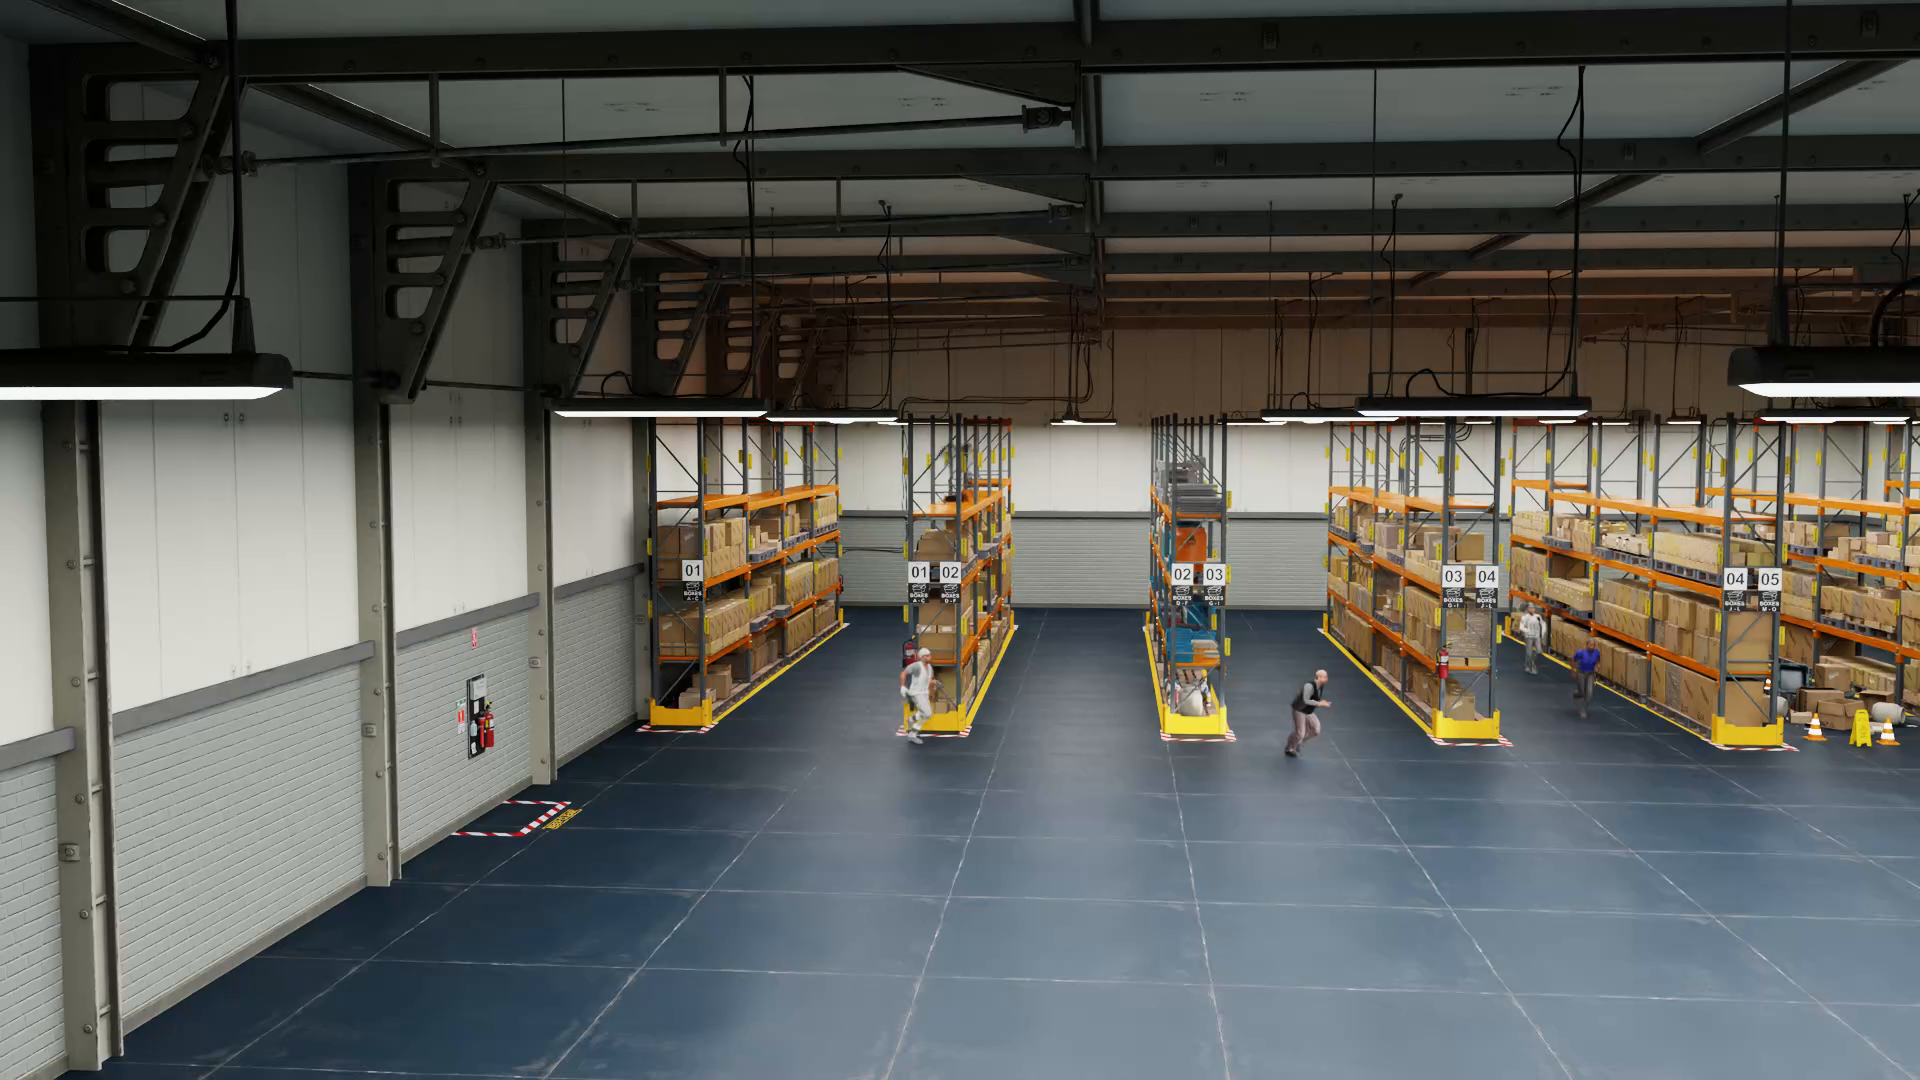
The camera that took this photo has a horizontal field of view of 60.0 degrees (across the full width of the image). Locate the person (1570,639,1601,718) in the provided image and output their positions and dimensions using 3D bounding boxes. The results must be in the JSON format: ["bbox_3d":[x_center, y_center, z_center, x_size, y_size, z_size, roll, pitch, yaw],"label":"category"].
[{"bbox_3d":[12.433,2.730,33.101,0.568,1.600,0.753,0,4,-6],"label":"person"}]

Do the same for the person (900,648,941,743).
[{"bbox_3d":[-0.670,2.827,30.198,0.648,1.727,0.710,3,5,33],"label":"person"}]

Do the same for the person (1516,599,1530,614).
[{"bbox_3d":[16.069,1.746,47.222,0.545,1.595,0.593,2,4,25],"label":"person"}]

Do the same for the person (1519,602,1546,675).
[{"bbox_3d":[13.340,2.292,38.715,0.621,1.690,0.672,0,4,7],"label":"person"}]

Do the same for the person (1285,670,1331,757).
[{"bbox_3d":[6.068,2.997,28.863,0.886,1.552,0.687,3,5,38],"label":"person"}]
